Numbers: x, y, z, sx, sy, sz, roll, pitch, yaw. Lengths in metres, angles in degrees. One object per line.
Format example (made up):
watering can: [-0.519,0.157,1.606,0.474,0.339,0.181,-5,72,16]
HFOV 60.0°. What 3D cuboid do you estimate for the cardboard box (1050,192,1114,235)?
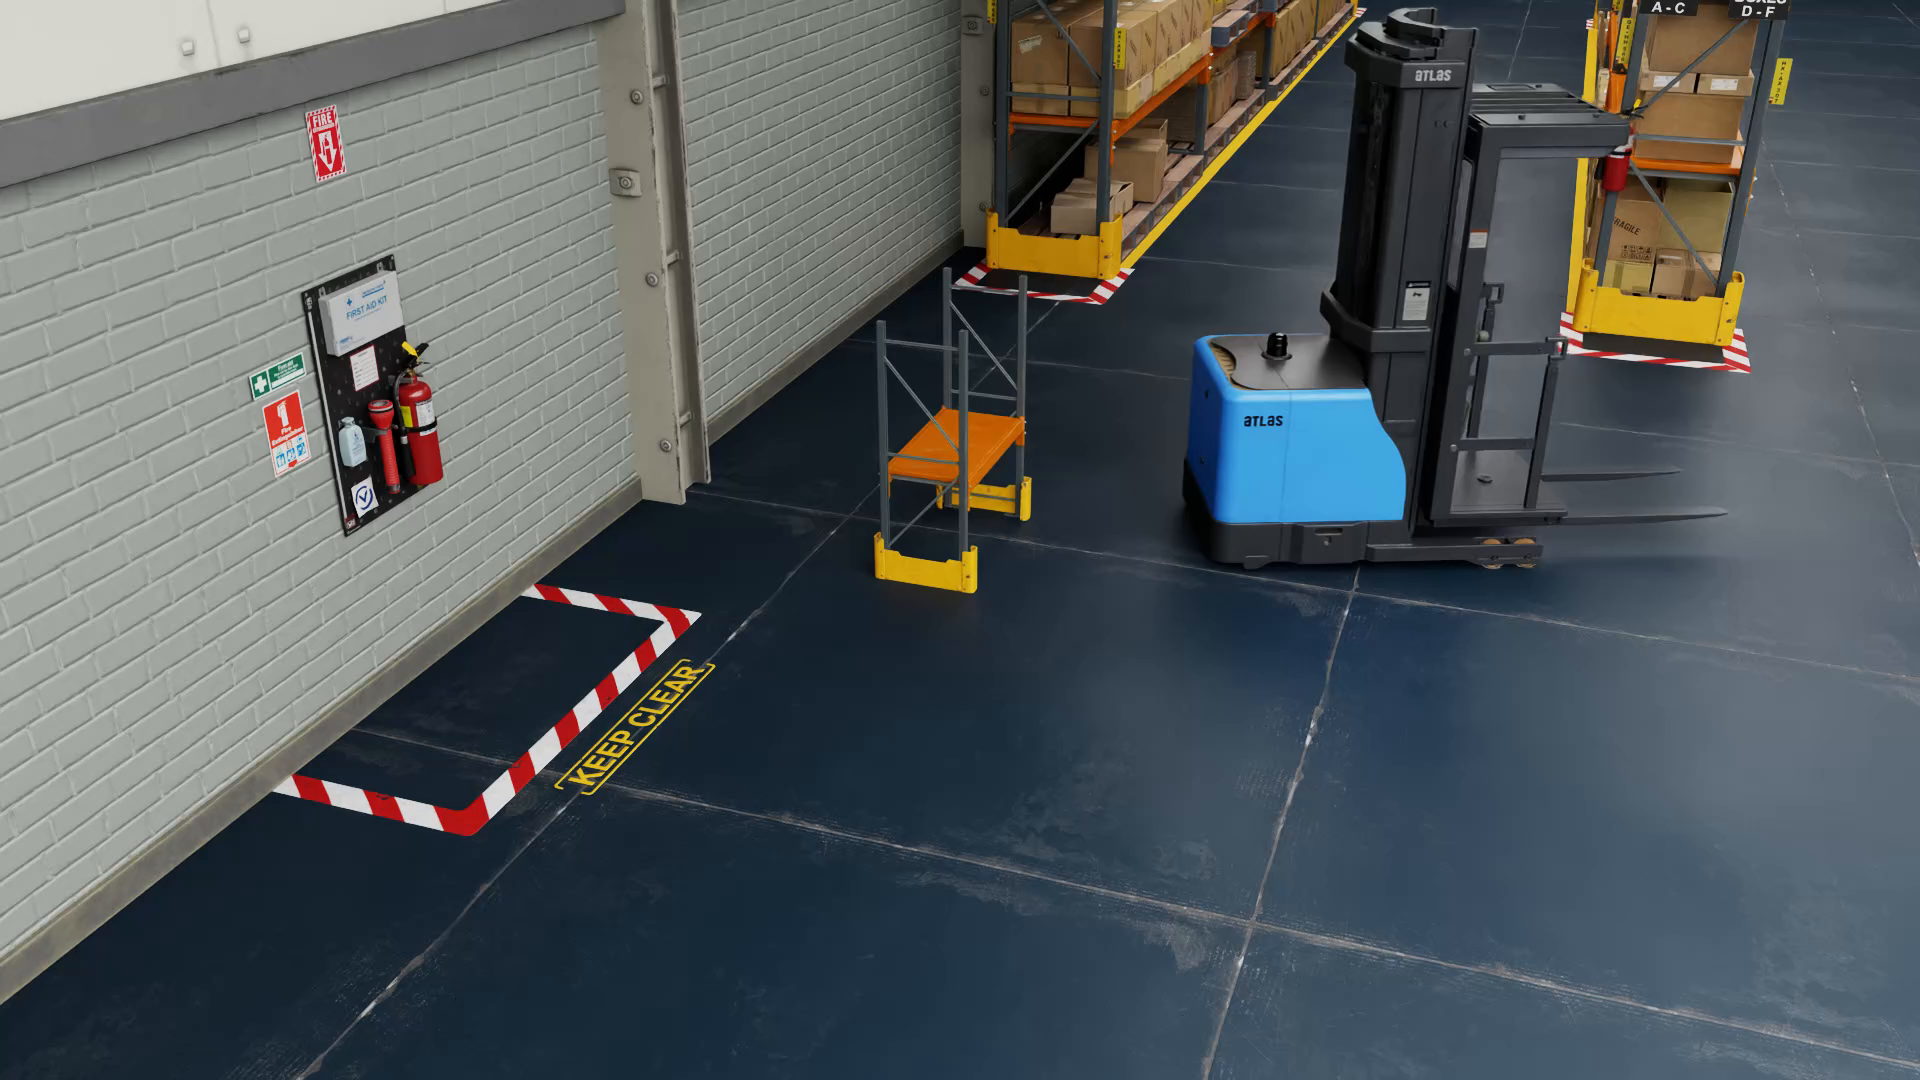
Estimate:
cardboard box: [1.110,-2.981,15.046,0.500,0.311,0.500,6,26,12]

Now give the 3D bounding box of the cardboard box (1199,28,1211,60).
cardboard box: [2.254,-5.069,16.926,0.500,0.250,0.500,9,27,18]

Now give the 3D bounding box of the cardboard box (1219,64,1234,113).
cardboard box: [2.847,-5.376,19.775,0.700,0.500,0.500,9,27,17]

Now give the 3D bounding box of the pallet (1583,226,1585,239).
pallet: [6.495,-3.073,15.855,1.003,0.211,1.213,9,27,17]

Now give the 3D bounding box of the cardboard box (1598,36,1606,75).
cardboard box: [8.561,-6.213,21.505,0.500,0.500,0.500,8,27,15]

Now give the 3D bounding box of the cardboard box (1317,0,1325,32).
cardboard box: [5.134,-8.010,25.238,0.700,0.500,0.500,9,27,18]

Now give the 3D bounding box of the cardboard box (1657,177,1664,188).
cardboard box: [6.175,-2.896,14.101,0.500,0.500,0.500,9,27,17]

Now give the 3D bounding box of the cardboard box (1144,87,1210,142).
cardboard box: [2.355,-4.744,18.469,0.700,0.500,0.500,10,27,19]

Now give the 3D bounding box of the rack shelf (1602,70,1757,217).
rack shelf: [6.133,-3.503,14.369,1.077,0.370,4.000,9,27,17]

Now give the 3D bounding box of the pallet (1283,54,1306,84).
pallet: [4.198,-6.567,23.072,1.003,0.211,1.213,9,27,17]

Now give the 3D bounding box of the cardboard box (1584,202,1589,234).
cardboard box: [5.855,-2.838,14.843,0.500,0.250,0.500,9,27,17]

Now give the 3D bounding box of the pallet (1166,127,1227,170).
pallet: [2.384,-4.431,18.660,1.003,0.211,1.213,9,27,17]

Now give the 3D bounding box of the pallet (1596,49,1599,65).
pallet: [9.690,-6.964,23.891,1.003,0.211,1.213,9,27,17]

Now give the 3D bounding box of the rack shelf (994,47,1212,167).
rack shelf: [1.461,-4.220,15.850,1.077,0.370,4.000,9,27,17]

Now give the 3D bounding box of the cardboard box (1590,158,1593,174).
cardboard box: [6.349,-3.793,15.955,0.500,0.500,0.500,9,27,17]

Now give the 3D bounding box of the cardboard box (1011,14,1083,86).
cardboard box: [0.752,-4.226,14.324,0.500,0.500,0.500,8,27,17]

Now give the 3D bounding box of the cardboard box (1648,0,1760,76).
cardboard box: [5.653,-3.846,12.648,0.700,0.500,0.500,9,27,18]

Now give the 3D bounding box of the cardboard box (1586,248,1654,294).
cardboard box: [5.368,-2.220,13.567,0.500,0.250,0.500,9,27,17]

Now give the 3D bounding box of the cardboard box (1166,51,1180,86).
cardboard box: [1.762,-4.450,15.647,0.500,0.250,0.500,9,27,18]

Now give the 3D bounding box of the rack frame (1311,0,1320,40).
rack frame: [4.788,-8.654,24.181,1.000,3.000,0.127,9,27,17]

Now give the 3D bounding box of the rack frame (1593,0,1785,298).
rack frame: [5.468,-3.005,12.515,1.000,3.000,0.127,9,27,17]

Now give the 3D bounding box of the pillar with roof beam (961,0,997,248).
pillar with roof beam: [4.272,-6.211,12.252,9.100,9.000,0.400,9,27,17]

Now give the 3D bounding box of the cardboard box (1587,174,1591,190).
cardboard box: [6.359,-3.454,16.115,0.500,0.250,0.500,9,27,17]

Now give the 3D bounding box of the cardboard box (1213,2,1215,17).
cardboard box: [2.328,-5.813,17.695,0.700,0.500,0.500,9,27,18]

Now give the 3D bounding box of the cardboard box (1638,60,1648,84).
cardboard box: [5.501,-3.635,12.956,0.380,0.149,0.250,9,27,19]

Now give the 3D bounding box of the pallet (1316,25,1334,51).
pallet: [5.115,-7.700,25.410,1.003,0.211,1.213,9,27,17]

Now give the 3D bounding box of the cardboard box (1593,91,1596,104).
cardboard box: [7.679,-5.072,19.456,0.500,0.250,0.500,9,27,17]

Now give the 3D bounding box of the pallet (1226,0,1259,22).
pallet: [2.837,-6.104,19.135,1.003,0.211,1.213,9,27,17]

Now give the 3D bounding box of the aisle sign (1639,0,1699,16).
aisle sign: [5.169,-4.191,11.981,0.394,0.787,0.004,9,27,17]

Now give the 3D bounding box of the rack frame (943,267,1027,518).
rack frame: [0.141,-0.849,9.782,0.500,1.500,0.032,9,27,17]

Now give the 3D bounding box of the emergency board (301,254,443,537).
emergency board: [-2.643,-0.660,7.670,0.194,1.169,0.643,9,27,17]

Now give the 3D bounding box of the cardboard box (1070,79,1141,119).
cardboard box: [1.257,-3.818,14.343,0.500,0.250,0.500,8,27,16]

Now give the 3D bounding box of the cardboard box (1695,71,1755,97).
cardboard box: [5.801,-3.472,12.621,0.380,0.149,0.250,9,27,17]

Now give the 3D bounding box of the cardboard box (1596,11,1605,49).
cardboard box: [9.383,-7.285,23.718,0.500,0.500,0.500,9,27,17]

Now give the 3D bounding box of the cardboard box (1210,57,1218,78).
cardboard box: [2.668,-5.477,19.123,0.500,0.250,0.500,8,27,16]

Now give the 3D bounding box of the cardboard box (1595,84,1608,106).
cardboard box: [7.340,-4.898,18.454,0.500,0.311,0.500,8,27,16]

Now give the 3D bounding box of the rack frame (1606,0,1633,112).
rack frame: [6.799,-4.649,15.910,1.000,3.000,0.127,9,27,17]

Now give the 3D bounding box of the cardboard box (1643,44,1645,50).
cardboard box: [5.759,-3.951,13.609,0.380,0.149,0.250,10,27,19]

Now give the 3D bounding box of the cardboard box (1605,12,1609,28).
cardboard box: [8.737,-6.773,21.799,0.500,0.250,0.500,9,27,18]

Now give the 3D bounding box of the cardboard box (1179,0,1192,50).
cardboard box: [1.922,-4.995,15.912,0.500,0.500,0.500,8,27,16]

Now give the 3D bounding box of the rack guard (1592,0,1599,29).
rack guard: [10.767,-8.424,26.575,1.175,0.500,0.348,9,27,17]

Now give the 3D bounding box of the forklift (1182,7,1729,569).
forklift: [2.893,-1.384,9.246,3.031,2.935,1.130,-1,26,-3]

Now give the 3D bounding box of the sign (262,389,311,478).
sign: [-2.924,-0.463,7.224,0.001,0.329,0.234,9,27,17]

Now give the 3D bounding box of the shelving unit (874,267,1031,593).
shelving unit: [-0.025,-0.644,9.358,0.587,1.500,1.083,9,27,17]

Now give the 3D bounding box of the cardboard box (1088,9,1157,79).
cardboard box: [1.411,-4.356,14.592,0.500,0.500,0.500,9,27,18]

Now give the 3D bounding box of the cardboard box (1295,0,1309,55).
cardboard box: [4.402,-7.223,23.212,0.750,0.750,0.750,10,27,19]

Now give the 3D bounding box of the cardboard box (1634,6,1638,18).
cardboard box: [6.527,-4.904,15.577,0.380,0.149,0.250,9,27,17]

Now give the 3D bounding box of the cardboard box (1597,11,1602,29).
cardboard box: [10.011,-7.948,25.373,0.500,0.250,0.500,9,27,17]

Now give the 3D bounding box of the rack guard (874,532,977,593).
rack guard: [-0.191,0.123,9.208,0.587,0.250,0.087,9,27,17]

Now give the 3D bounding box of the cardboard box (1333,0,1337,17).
cardboard box: [5.648,-8.647,26.553,0.700,0.500,0.500,8,27,16]

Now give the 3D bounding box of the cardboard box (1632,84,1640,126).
cardboard box: [5.976,-3.660,13.753,0.700,0.500,0.500,9,27,18]

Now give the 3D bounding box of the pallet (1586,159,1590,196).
pallet: [7.007,-3.703,17.155,1.003,0.211,1.213,9,27,17]

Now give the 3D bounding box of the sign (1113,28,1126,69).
sign: [1.307,-4.033,13.645,0.100,0.325,0.005,9,27,17]

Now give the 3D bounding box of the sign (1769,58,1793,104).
sign: [5.989,-3.348,12.138,0.100,0.325,0.005,9,27,17]

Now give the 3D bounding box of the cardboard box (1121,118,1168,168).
cardboard box: [1.819,-4.007,16.947,0.500,0.500,0.500,7,27,14]

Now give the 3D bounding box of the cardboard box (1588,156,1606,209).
cardboard box: [5.852,-3.176,14.681,0.500,0.500,0.500,9,27,17]

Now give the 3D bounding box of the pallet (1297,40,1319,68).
pallet: [4.603,-7.071,24.111,1.003,0.211,1.213,9,27,17]
